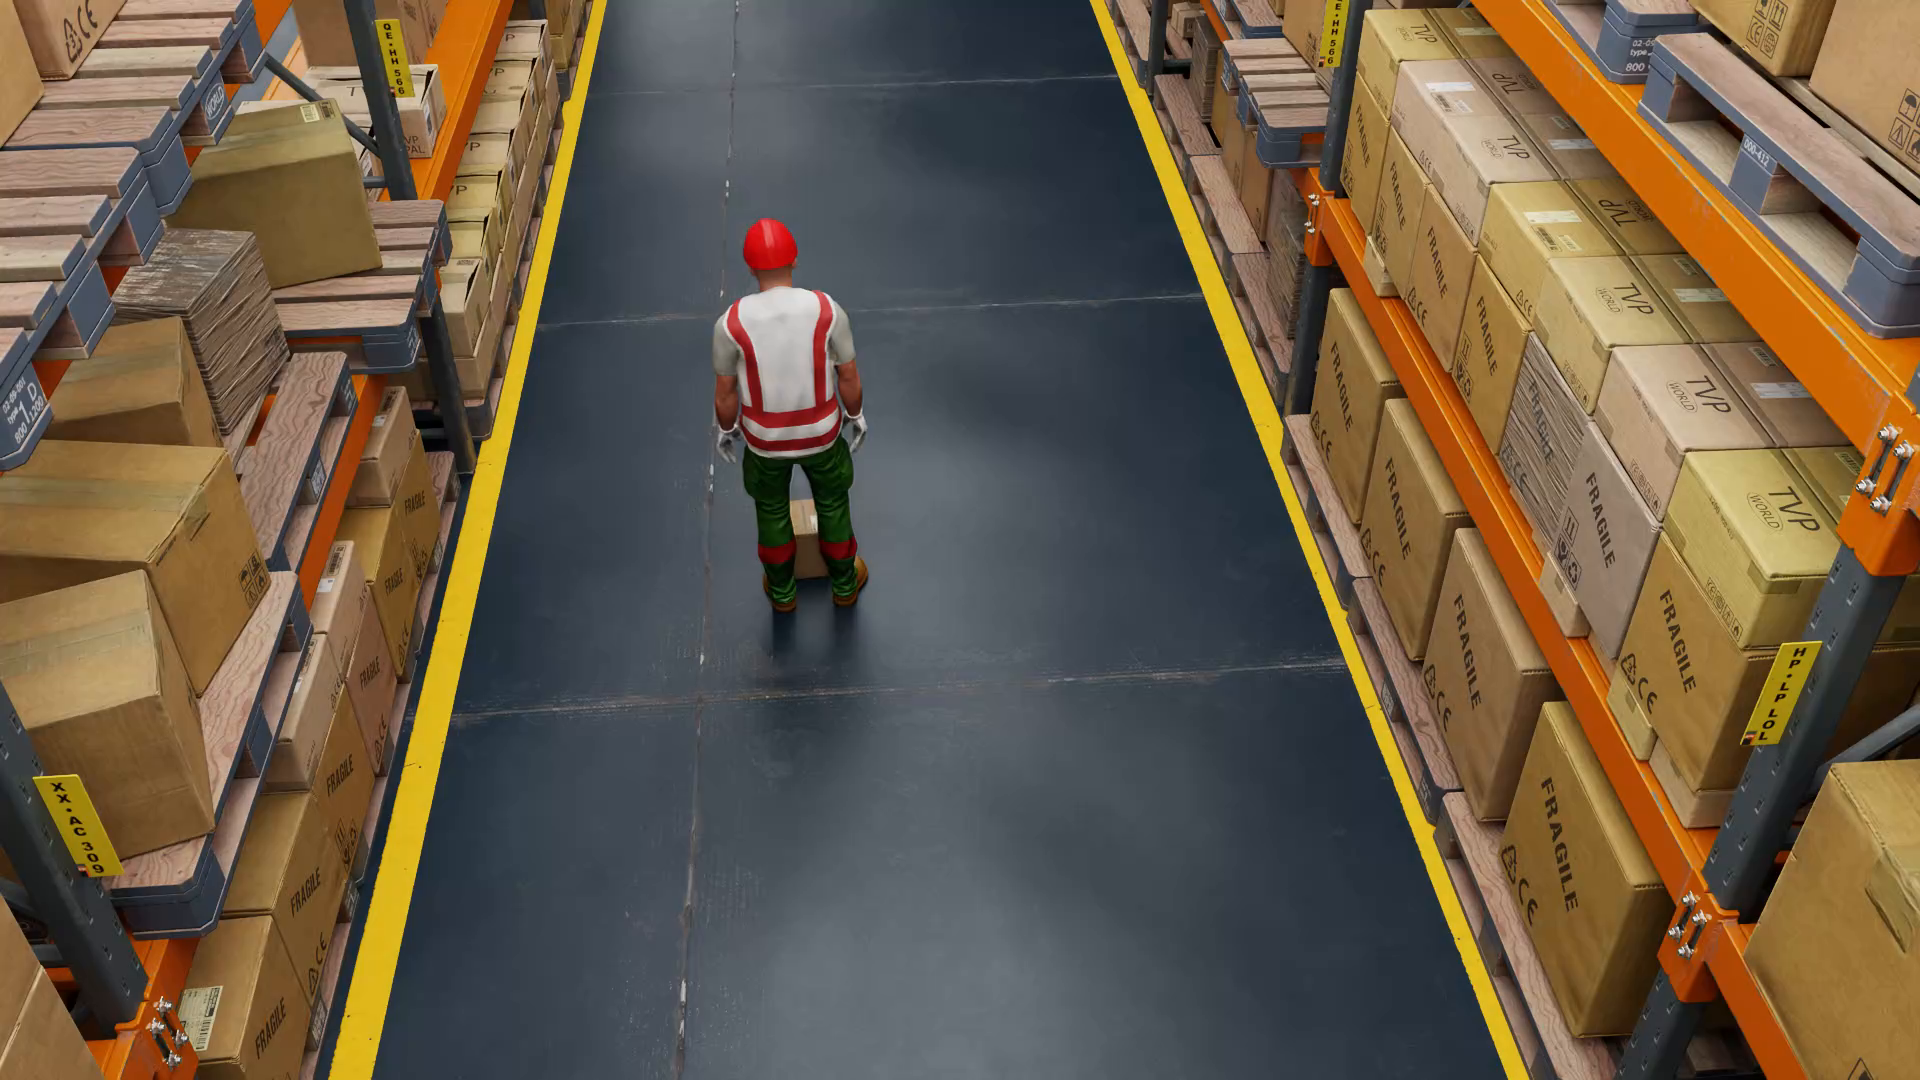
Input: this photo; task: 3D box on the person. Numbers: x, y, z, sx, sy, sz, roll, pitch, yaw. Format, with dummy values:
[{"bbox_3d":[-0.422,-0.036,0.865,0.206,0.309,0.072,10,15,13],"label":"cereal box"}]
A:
[{"bbox_3d":[-0.680,-0.458,6.713,0.613,1.778,0.452,-5,39,-7],"label":"person"}]
